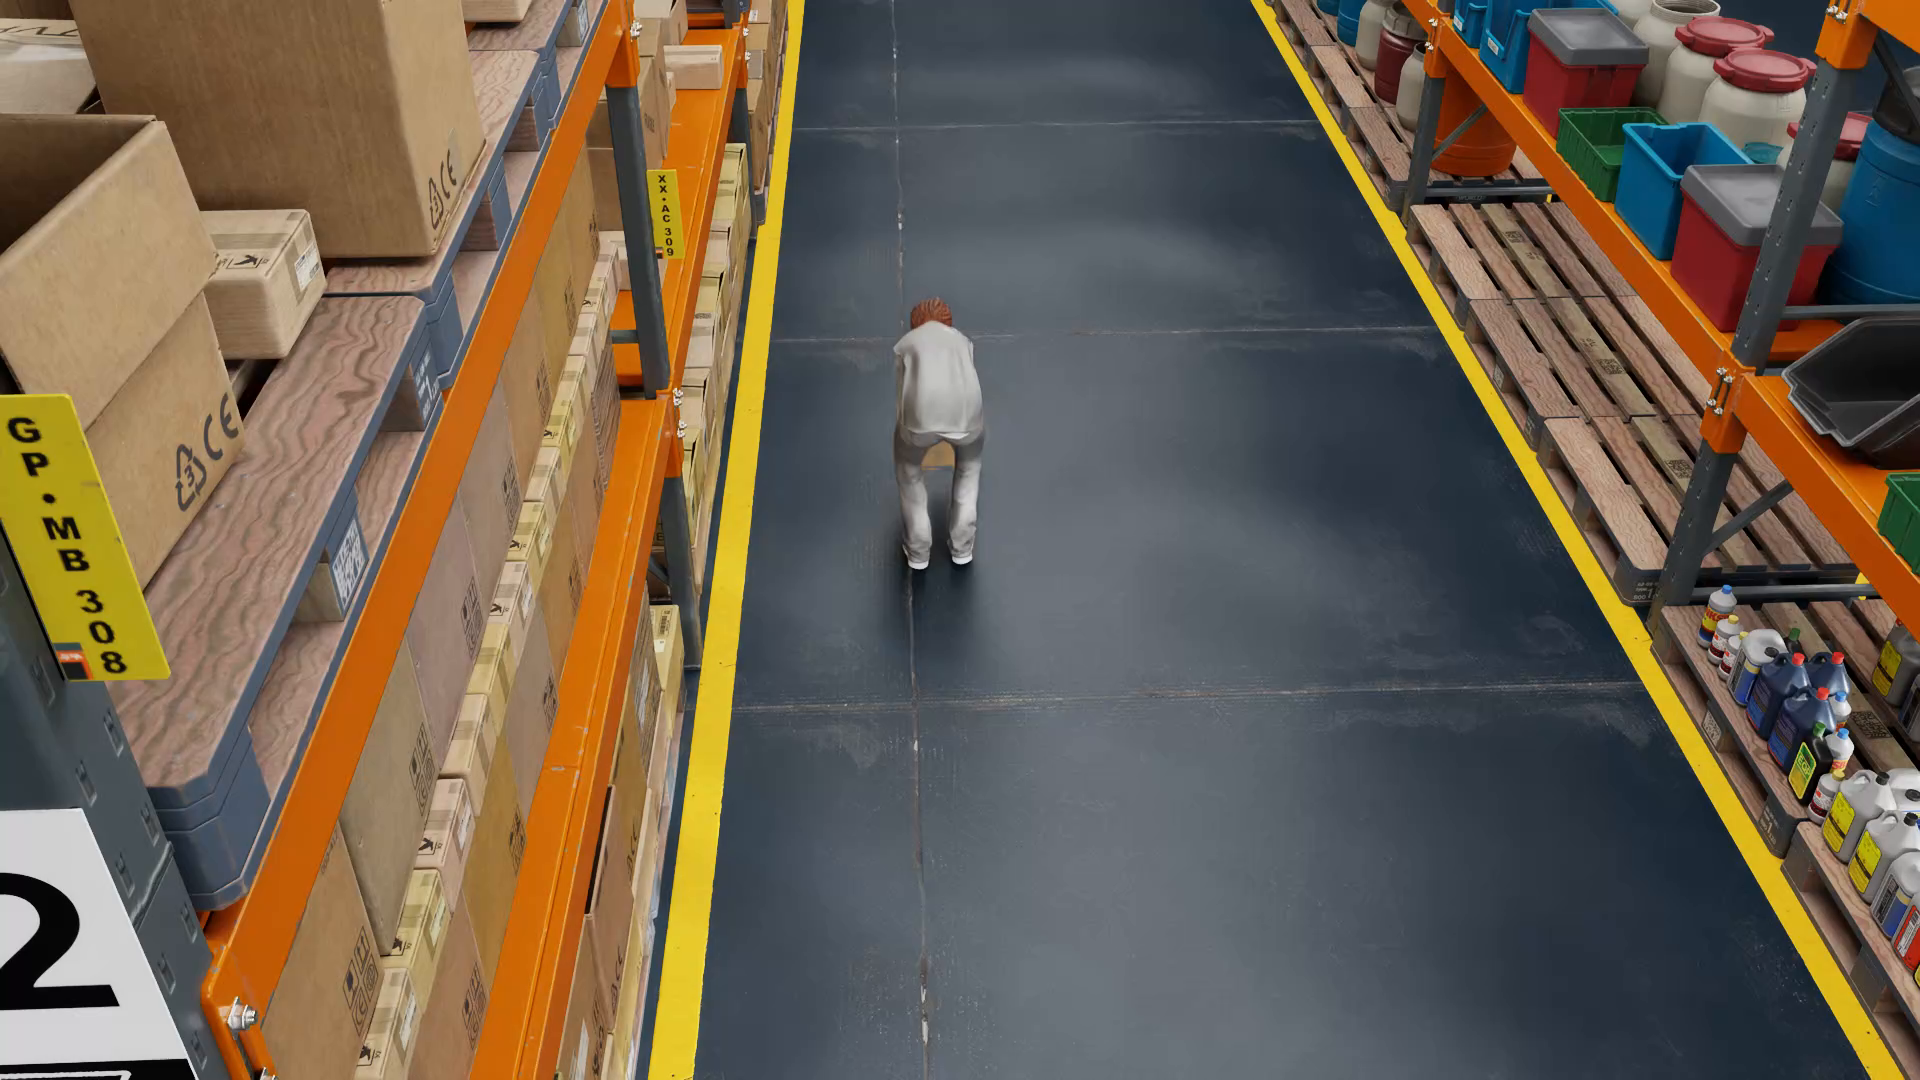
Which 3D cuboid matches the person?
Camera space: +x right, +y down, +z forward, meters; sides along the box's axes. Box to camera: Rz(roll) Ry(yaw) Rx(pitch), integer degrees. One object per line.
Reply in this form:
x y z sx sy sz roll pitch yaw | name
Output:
-0.097 -0.560 6.934 0.459 1.594 0.344 -3 36 -4 | person
